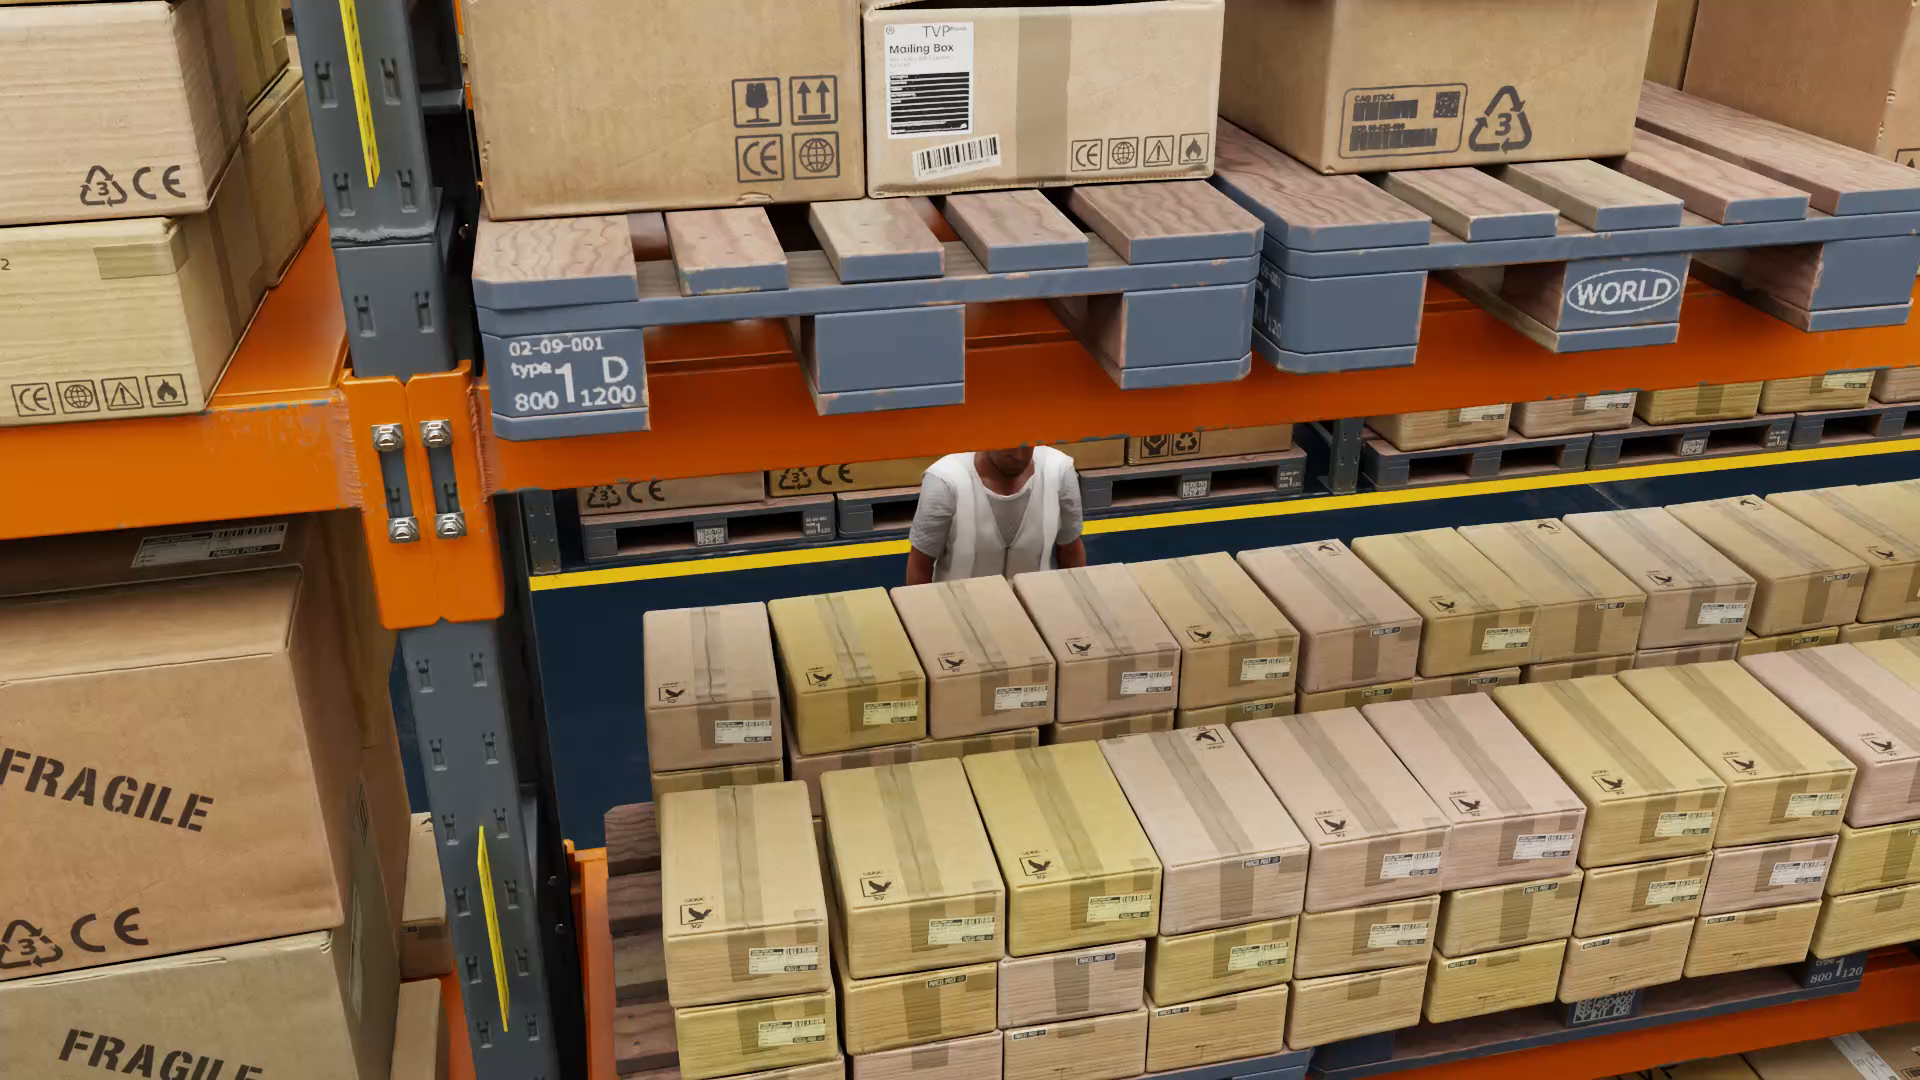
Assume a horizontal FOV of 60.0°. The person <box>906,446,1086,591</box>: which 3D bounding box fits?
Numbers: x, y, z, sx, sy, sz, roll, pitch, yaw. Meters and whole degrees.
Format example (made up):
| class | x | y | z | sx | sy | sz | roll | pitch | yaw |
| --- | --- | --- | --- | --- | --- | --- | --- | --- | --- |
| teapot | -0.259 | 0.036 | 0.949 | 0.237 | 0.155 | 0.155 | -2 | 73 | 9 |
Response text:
| class | x | y | z | sx | sy | sz | roll | pitch | yaw |
| --- | --- | --- | --- | --- | --- | --- | --- | --- | --- |
| person | 0.124 | 0.289 | 5.523 | 0.619 | 1.775 | 0.446 | -6 | 27 | -11 |
